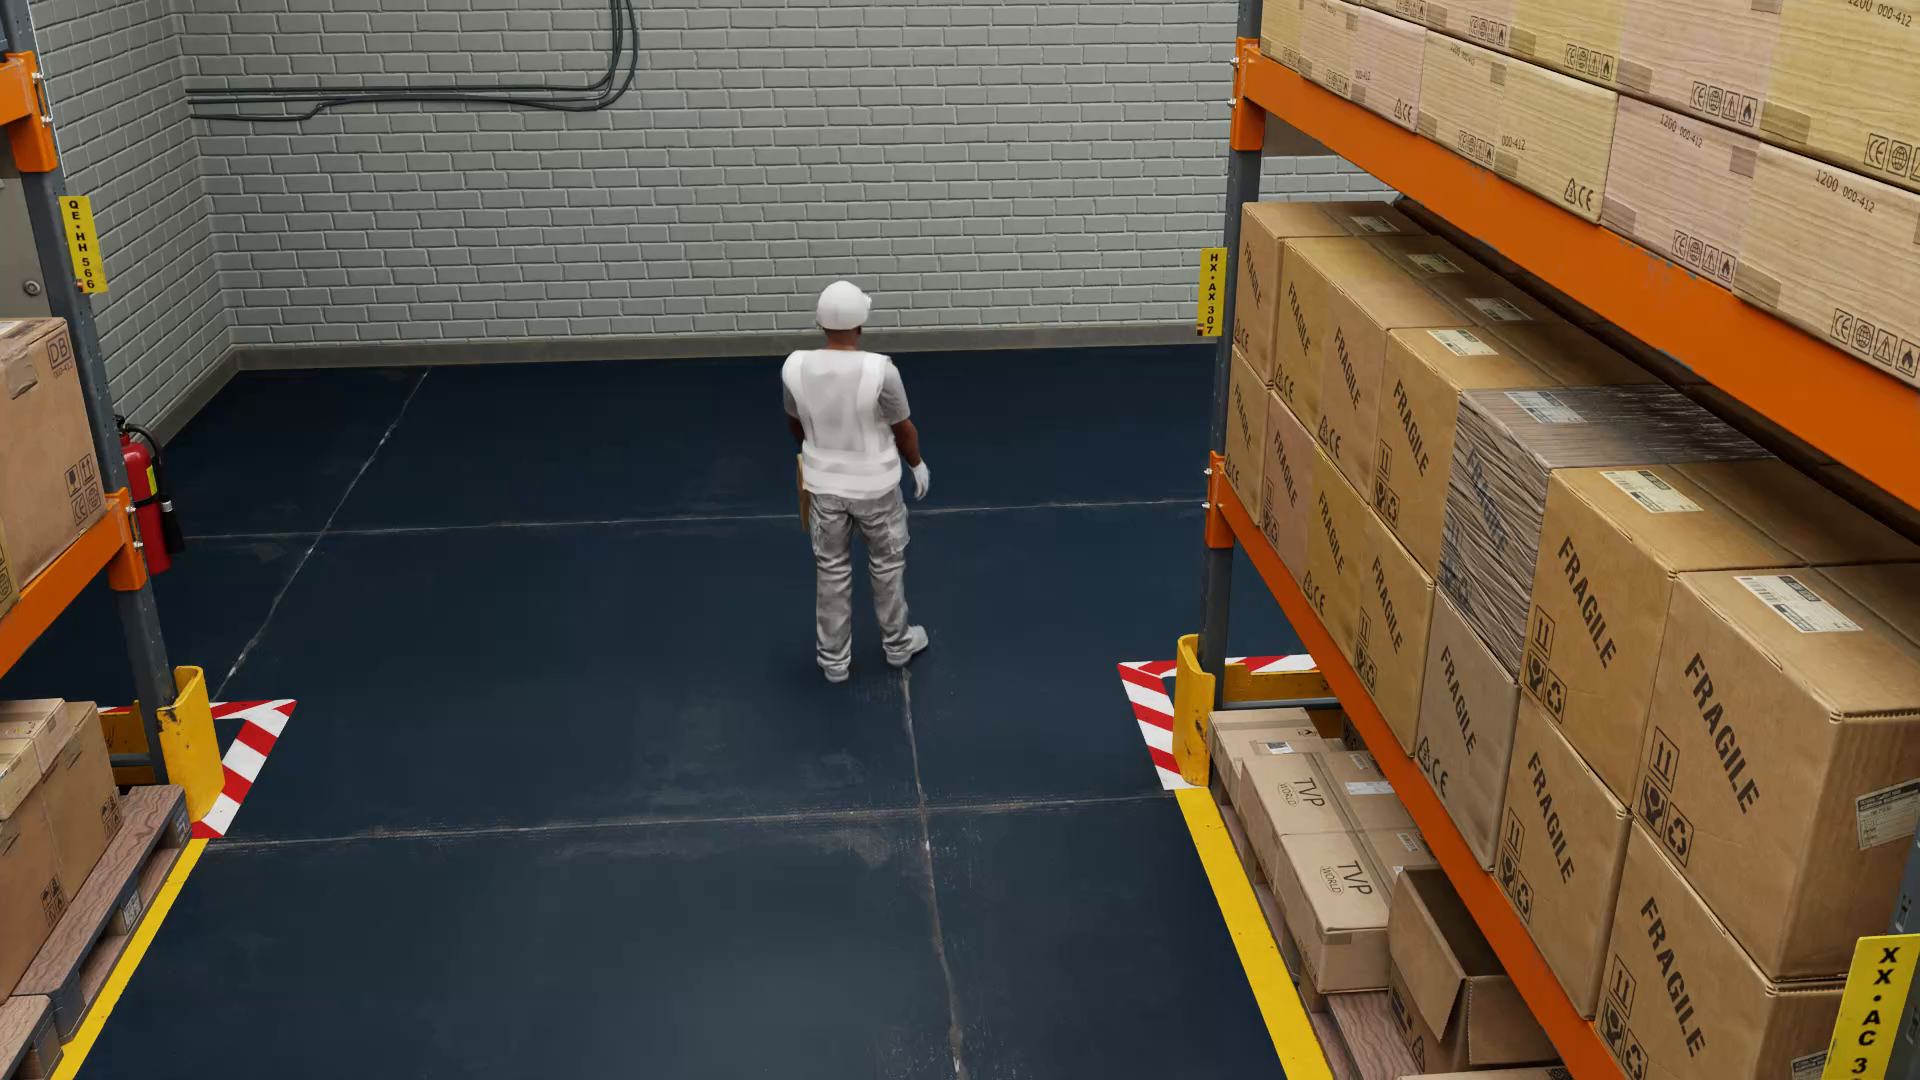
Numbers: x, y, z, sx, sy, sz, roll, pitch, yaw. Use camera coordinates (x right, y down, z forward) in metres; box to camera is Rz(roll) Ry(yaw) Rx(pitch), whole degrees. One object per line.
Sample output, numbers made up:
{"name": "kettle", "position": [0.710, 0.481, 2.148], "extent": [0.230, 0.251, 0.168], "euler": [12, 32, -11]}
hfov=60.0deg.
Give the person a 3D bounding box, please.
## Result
{"name": "person", "position": [-0.435, -0.274, 7.194], "extent": [0.582, 1.789, 0.555], "euler": [6, 24, 14]}
